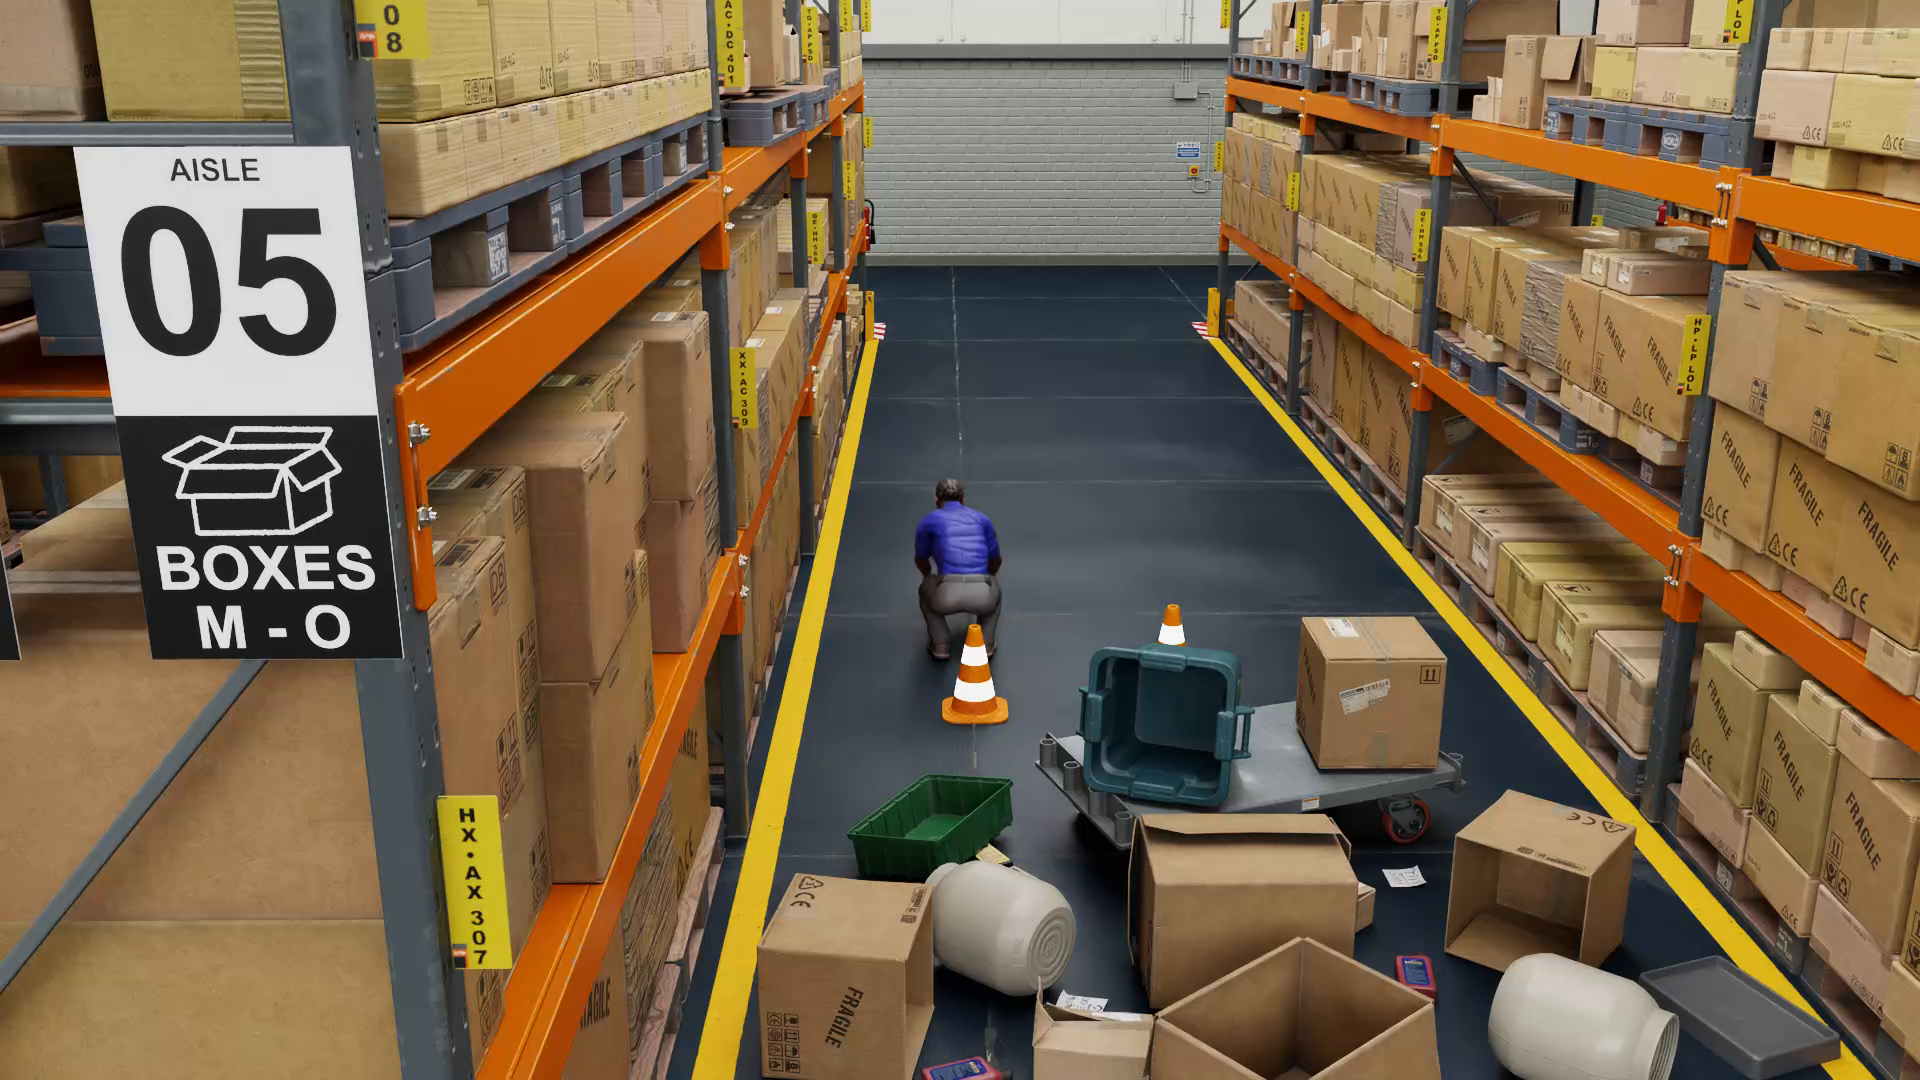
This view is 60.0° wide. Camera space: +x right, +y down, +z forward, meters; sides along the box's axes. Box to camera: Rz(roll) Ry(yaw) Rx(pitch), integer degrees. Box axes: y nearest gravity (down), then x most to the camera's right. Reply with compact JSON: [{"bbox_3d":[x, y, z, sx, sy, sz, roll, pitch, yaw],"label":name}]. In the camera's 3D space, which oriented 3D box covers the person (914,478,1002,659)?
[{"bbox_3d":[-0.008,0.151,9.340,0.503,0.919,0.828,0,17,-1],"label":"person"}]
